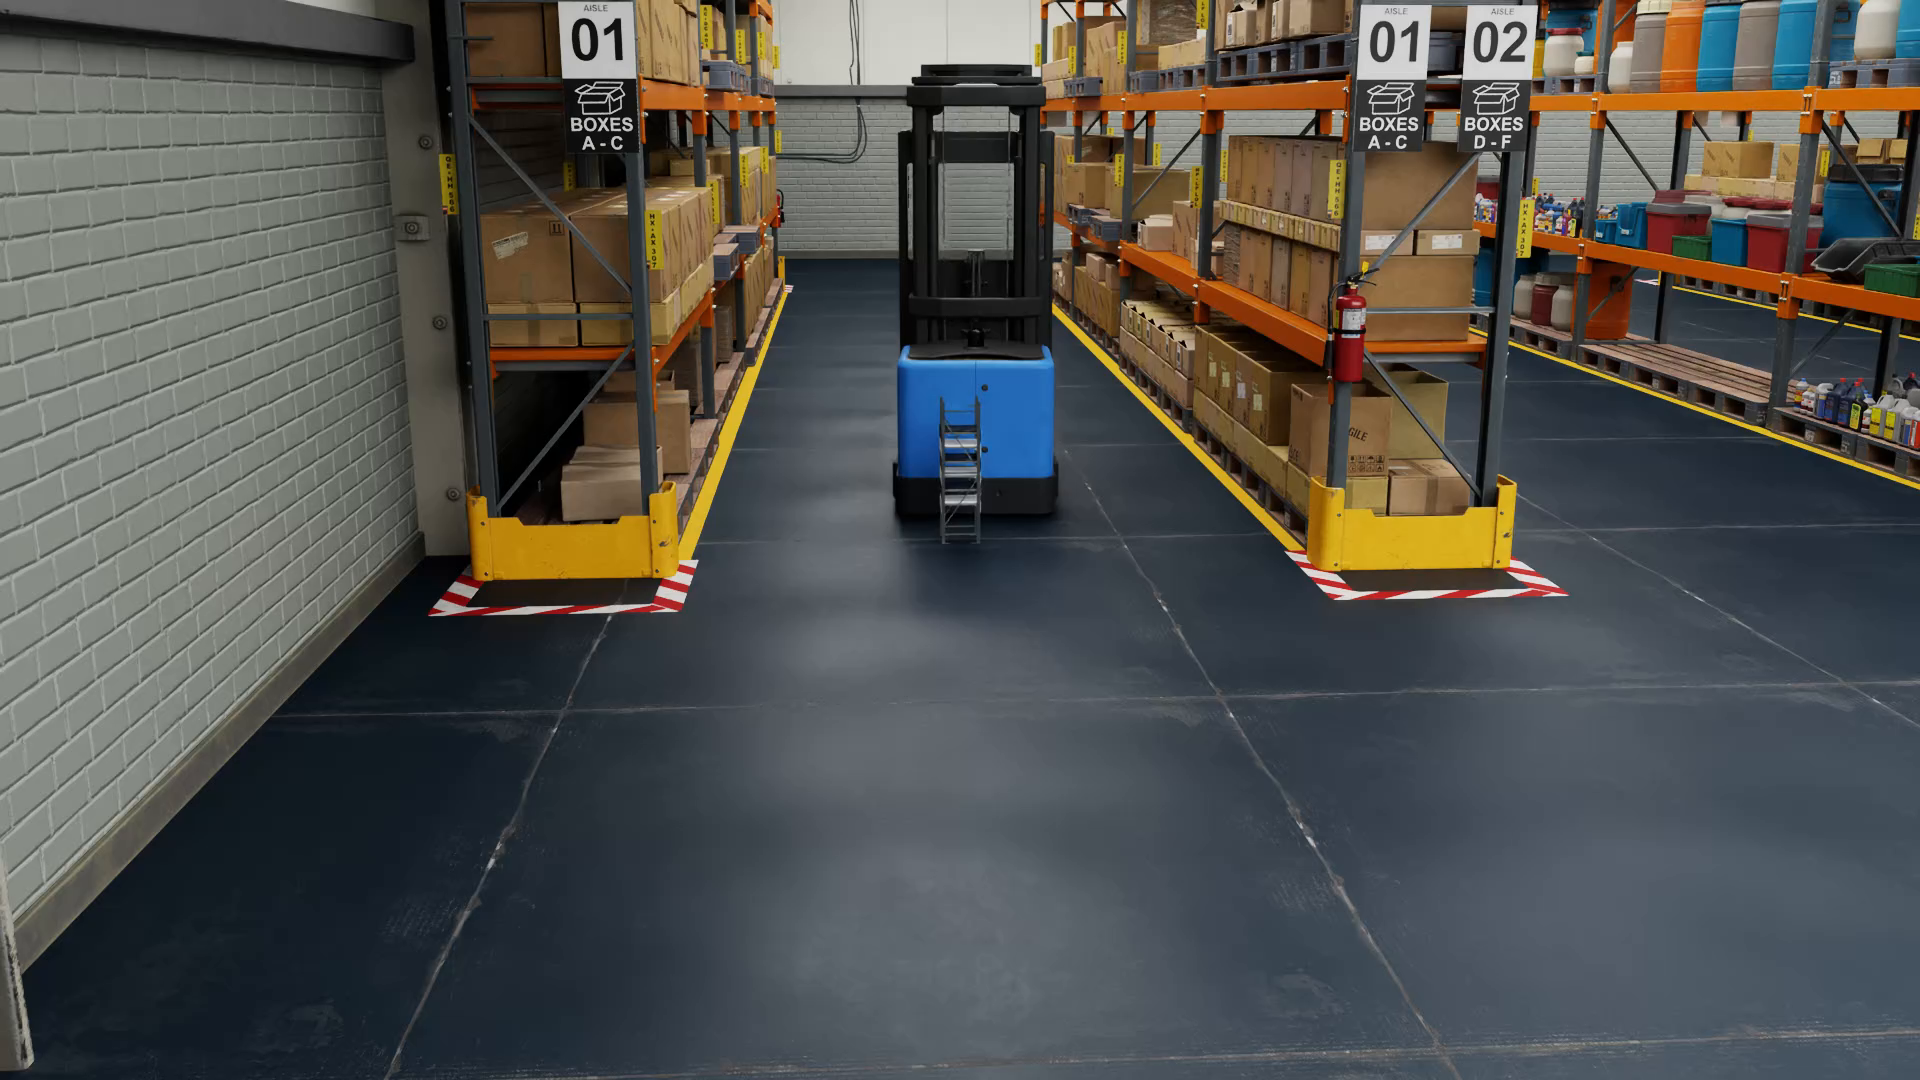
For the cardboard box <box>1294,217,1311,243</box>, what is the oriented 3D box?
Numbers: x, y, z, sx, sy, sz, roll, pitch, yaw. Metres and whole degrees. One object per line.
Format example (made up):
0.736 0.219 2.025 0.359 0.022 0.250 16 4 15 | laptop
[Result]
2.414 -2.037 10.922 0.380 0.149 0.250 0 14 -2 | cardboard box

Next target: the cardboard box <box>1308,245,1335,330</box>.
2.638 -1.621 10.607 0.700 0.500 0.500 -1 14 -2 | cardboard box

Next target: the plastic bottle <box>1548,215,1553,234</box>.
6.668 -3.548 18.695 0.097 0.201 0.097 0 14 0 | plastic bottle

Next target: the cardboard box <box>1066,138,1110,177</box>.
1.659 -4.965 21.596 0.500 0.500 0.500 -1 14 -3 | cardboard box

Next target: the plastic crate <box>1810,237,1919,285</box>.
7.293 -2.234 13.314 0.767 0.338 0.504 -1 14 -3 | plastic crate

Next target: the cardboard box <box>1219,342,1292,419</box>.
2.222 -1.187 12.290 0.500 0.500 0.500 -1 14 -3 | cardboard box

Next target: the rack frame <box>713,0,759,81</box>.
-2.996 -7.138 20.211 1.000 3.000 0.127 -1 14 -3 | rack frame

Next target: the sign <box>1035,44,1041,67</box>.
1.159 -7.173 24.610 0.100 0.325 0.005 -1 14 -3 | sign

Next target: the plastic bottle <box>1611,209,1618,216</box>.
7.367 -3.585 18.698 0.097 0.271 0.097 0 14 0 | plastic bottle

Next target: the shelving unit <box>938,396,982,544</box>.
0.000 -0.438 10.422 0.258 0.900 0.210 -1 14 -3 | shelving unit

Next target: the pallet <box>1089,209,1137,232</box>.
2.071 -3.706 19.296 1.003 0.211 1.213 -1 14 -3 | pallet

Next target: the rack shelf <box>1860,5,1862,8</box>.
11.712 -7.323 23.175 1.077 0.370 4.000 -1 14 -3 | rack shelf

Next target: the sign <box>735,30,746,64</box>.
-2.206 -4.949 16.685 0.100 0.325 0.005 -1 14 -3 | sign

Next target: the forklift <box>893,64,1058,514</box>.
0.114 -1.898 12.020 1.130 2.935 3.031 0 14 0 | forklift

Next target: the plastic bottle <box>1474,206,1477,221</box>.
6.523 -4.130 20.958 0.097 0.201 0.097 0 14 0 | plastic bottle

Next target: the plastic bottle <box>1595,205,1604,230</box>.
7.410 -3.735 19.258 0.061 0.283 0.133 -1 14 -3 | plastic bottle

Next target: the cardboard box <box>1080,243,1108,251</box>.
1.980 -4.176 24.872 0.500 0.500 0.500 -1 14 -3 | cardboard box

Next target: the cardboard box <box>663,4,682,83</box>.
-2.112 -3.243 10.848 0.500 0.500 0.500 0 14 0 | cardboard box

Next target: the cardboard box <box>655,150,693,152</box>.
-3.092 -4.169 18.366 0.500 0.250 0.500 -1 14 -5 | cardboard box

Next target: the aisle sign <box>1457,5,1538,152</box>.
3.002 -2.573 9.291 0.394 0.787 0.004 -1 14 -3 | aisle sign

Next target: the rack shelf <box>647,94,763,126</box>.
-2.872 -4.840 18.741 1.077 0.370 4.000 -1 14 -3 | rack shelf

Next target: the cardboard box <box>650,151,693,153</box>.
-3.063 -4.041 17.870 0.500 0.250 0.500 -1 14 -5 | cardboard box

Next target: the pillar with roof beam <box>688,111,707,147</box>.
0.023 -8.858 26.894 9.100 9.000 0.400 -1 14 -3 | pillar with roof beam

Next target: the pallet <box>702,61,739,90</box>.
-2.432 -3.760 13.479 1.213 0.211 1.003 -1 14 -3 | pallet

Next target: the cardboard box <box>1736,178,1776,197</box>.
11.452 -5.021 23.726 0.500 0.250 0.500 -1 14 -5 | cardboard box

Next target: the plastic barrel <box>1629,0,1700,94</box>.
6.974 -4.879 16.444 0.600 0.901 0.600 0 14 0 | plastic barrel

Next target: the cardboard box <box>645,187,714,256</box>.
-2.162 -2.431 12.710 0.500 0.500 0.500 -1 14 -4 | cardboard box

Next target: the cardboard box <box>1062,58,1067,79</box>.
1.620 -6.174 21.779 0.500 0.250 0.500 -1 14 -3 | cardboard box

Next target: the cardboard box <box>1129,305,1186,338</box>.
1.976 -2.194 16.582 0.500 0.311 0.500 -1 14 -5 | cardboard box

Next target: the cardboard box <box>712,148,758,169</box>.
-2.689 -4.559 19.882 0.500 0.250 0.500 -1 14 -2 | cardboard box

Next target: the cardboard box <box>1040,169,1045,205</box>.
1.465 -5.239 24.669 0.500 0.500 0.500 -1 14 -2 | cardboard box

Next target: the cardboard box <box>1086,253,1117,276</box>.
1.797 -3.303 19.974 0.500 0.250 0.500 -1 14 -3 | cardboard box

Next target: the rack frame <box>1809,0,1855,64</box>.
7.388 -5.302 13.073 1.000 3.000 0.127 -1 14 -3 | rack frame

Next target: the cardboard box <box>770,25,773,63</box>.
-2.926 -7.045 23.621 0.500 0.500 0.500 -1 14 -4 | cardboard box

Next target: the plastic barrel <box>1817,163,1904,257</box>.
7.666 -2.740 14.149 0.600 0.901 0.708 -1 14 -3 | plastic barrel

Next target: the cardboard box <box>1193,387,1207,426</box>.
2.170 -1.073 13.350 0.500 0.250 0.500 -1 14 -3 | cardboard box

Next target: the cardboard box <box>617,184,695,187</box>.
-2.525 -2.771 14.193 0.700 0.500 0.500 1 14 2 | cardboard box

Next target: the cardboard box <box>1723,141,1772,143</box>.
11.880 -5.775 25.150 0.500 0.500 0.500 -1 14 -3 | cardboard box

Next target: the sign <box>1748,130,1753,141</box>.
12.130 -6.138 25.562 0.100 0.325 0.005 -1 14 -3 | sign

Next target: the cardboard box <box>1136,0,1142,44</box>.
2.144 -5.536 17.797 0.500 0.500 0.500 -1 14 -3 | cardboard box

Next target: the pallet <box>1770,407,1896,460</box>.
7.388 -0.878 13.516 1.003 0.211 1.213 -1 14 -3 | pallet

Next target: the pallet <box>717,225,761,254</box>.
-2.597 -2.970 16.434 1.213 0.211 1.003 -1 14 -3 | pallet

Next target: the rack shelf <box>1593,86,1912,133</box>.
7.264 -3.998 15.469 1.077 0.370 4.000 -1 14 -3 | rack shelf

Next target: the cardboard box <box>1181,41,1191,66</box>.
2.355 -4.515 15.491 0.500 0.250 0.500 -1 14 -5 | cardboard box

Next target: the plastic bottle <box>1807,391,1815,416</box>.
6.983 -1.118 13.583 0.097 0.201 0.097 0 14 0 | plastic bottle

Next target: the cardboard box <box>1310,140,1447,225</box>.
2.634 -2.263 10.497 0.700 0.500 0.500 -1 14 -5 | cardboard box

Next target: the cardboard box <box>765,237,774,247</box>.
-2.910 -4.333 24.219 0.380 0.149 0.250 -1 14 -4 | cardboard box

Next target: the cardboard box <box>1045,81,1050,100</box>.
1.497 -6.429 23.775 0.500 0.250 0.500 -1 14 -3 | cardboard box

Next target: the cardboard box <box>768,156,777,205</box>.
-3.202 -5.246 24.295 0.980 0.700 0.700 0 14 -1 | cardboard box

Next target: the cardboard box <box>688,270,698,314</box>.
-2.067 -1.693 11.349 0.500 0.250 0.500 -1 14 -3 | cardboard box

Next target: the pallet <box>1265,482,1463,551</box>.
2.603 -0.165 10.744 1.003 0.211 1.213 -1 14 -3 | pallet
